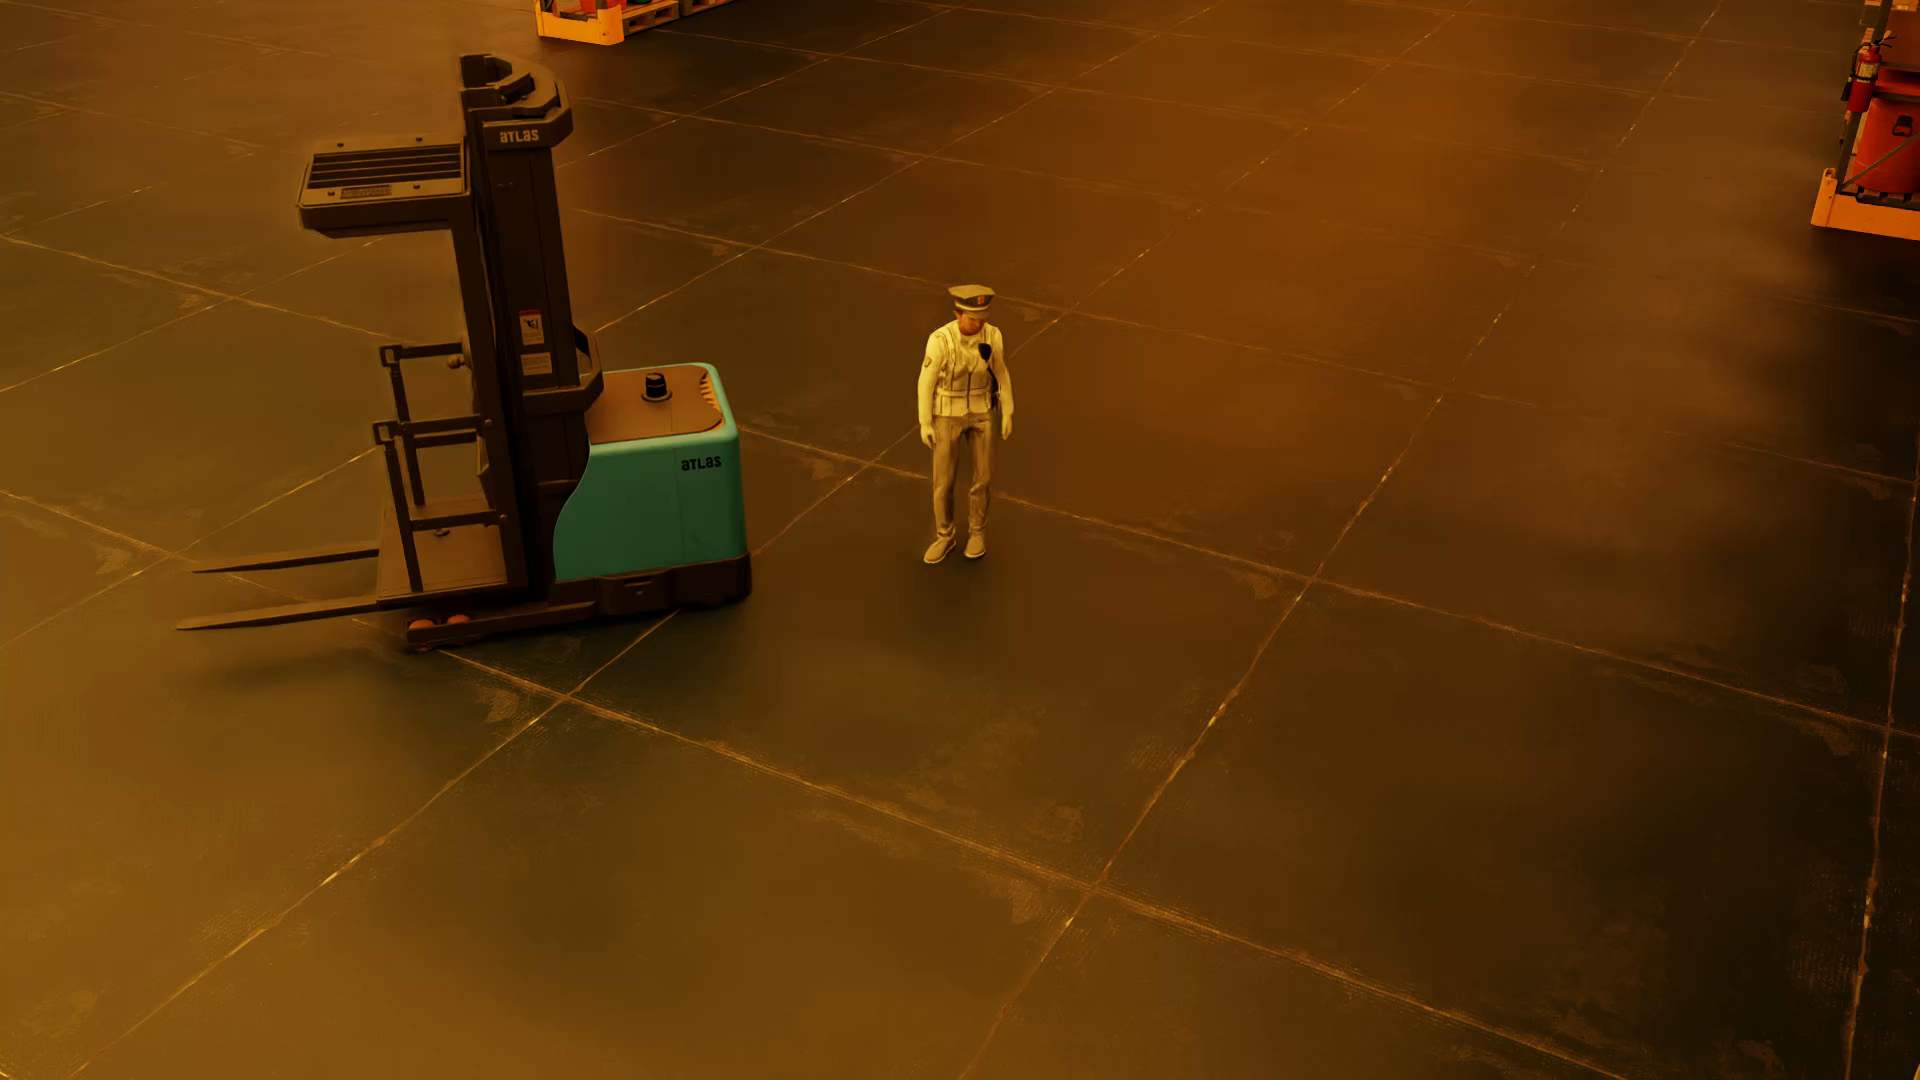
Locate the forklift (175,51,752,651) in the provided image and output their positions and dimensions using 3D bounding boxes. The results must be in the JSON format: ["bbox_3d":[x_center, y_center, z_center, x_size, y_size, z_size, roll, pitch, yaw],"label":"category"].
[{"bbox_3d":[-2.750,-0.964,8.741,3.031,2.935,1.130,-8,31,-13],"label":"forklift"}]

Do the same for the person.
[{"bbox_3d":[0.031,-0.687,9.539,0.580,1.660,0.380,-8,31,-14],"label":"person"}]
